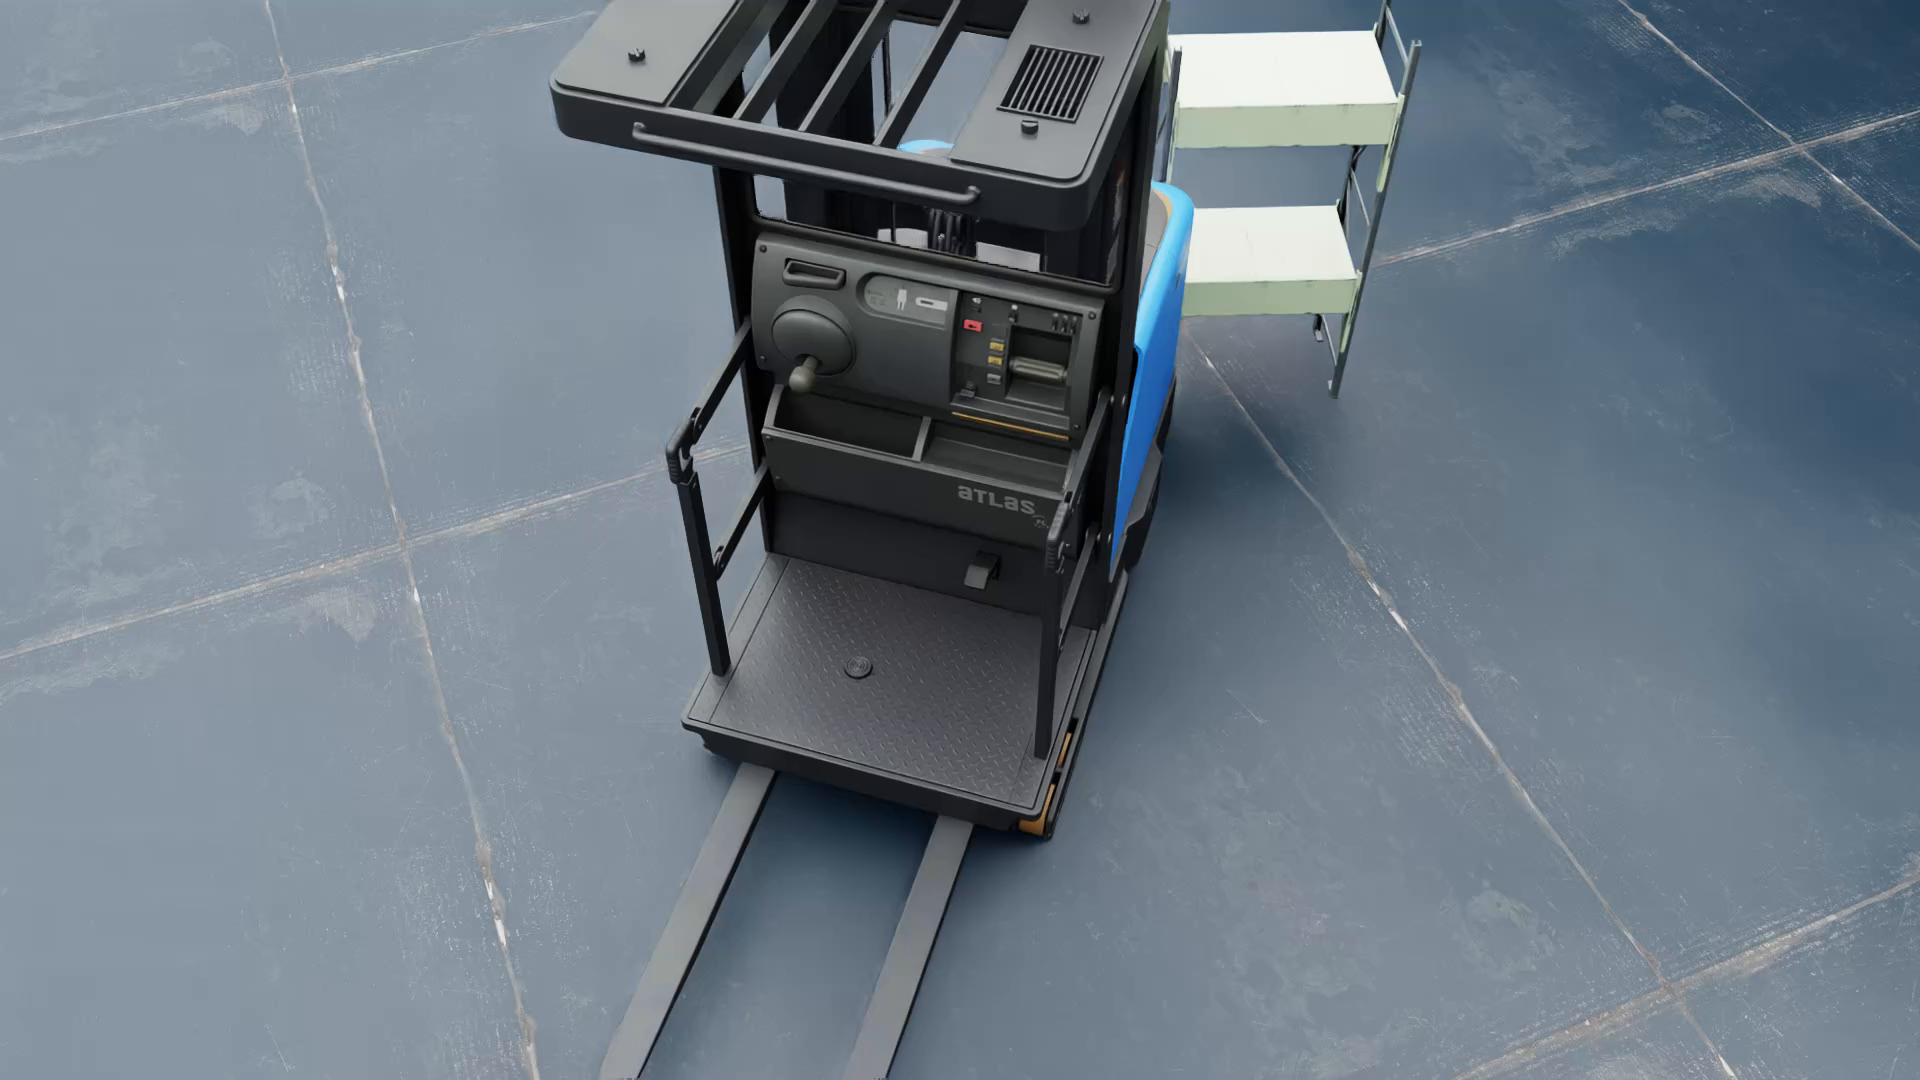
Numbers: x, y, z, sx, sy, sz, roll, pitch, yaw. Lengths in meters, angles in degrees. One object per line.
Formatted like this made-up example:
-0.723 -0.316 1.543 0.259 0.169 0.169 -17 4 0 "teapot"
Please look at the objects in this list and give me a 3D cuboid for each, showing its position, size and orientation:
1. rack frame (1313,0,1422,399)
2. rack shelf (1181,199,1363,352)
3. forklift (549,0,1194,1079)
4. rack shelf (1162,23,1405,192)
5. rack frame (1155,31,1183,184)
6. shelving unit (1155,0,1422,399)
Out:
1.389 -1.168 5.764 0.023 1.500 0.400 -2 49 -1 "rack frame"
1.024 -0.945 6.003 0.720 0.370 0.431 -2 49 -1 "rack shelf"
-0.159 -0.419 4.178 1.130 2.935 3.031 13 51 11 "forklift"
1.024 -1.412 5.459 0.720 0.370 0.431 -2 49 -1 "rack shelf"
0.658 -1.147 5.747 0.023 1.500 0.400 -2 49 -1 "rack frame"
1.024 -1.157 5.755 0.755 1.500 0.431 -2 49 -1 "shelving unit"
